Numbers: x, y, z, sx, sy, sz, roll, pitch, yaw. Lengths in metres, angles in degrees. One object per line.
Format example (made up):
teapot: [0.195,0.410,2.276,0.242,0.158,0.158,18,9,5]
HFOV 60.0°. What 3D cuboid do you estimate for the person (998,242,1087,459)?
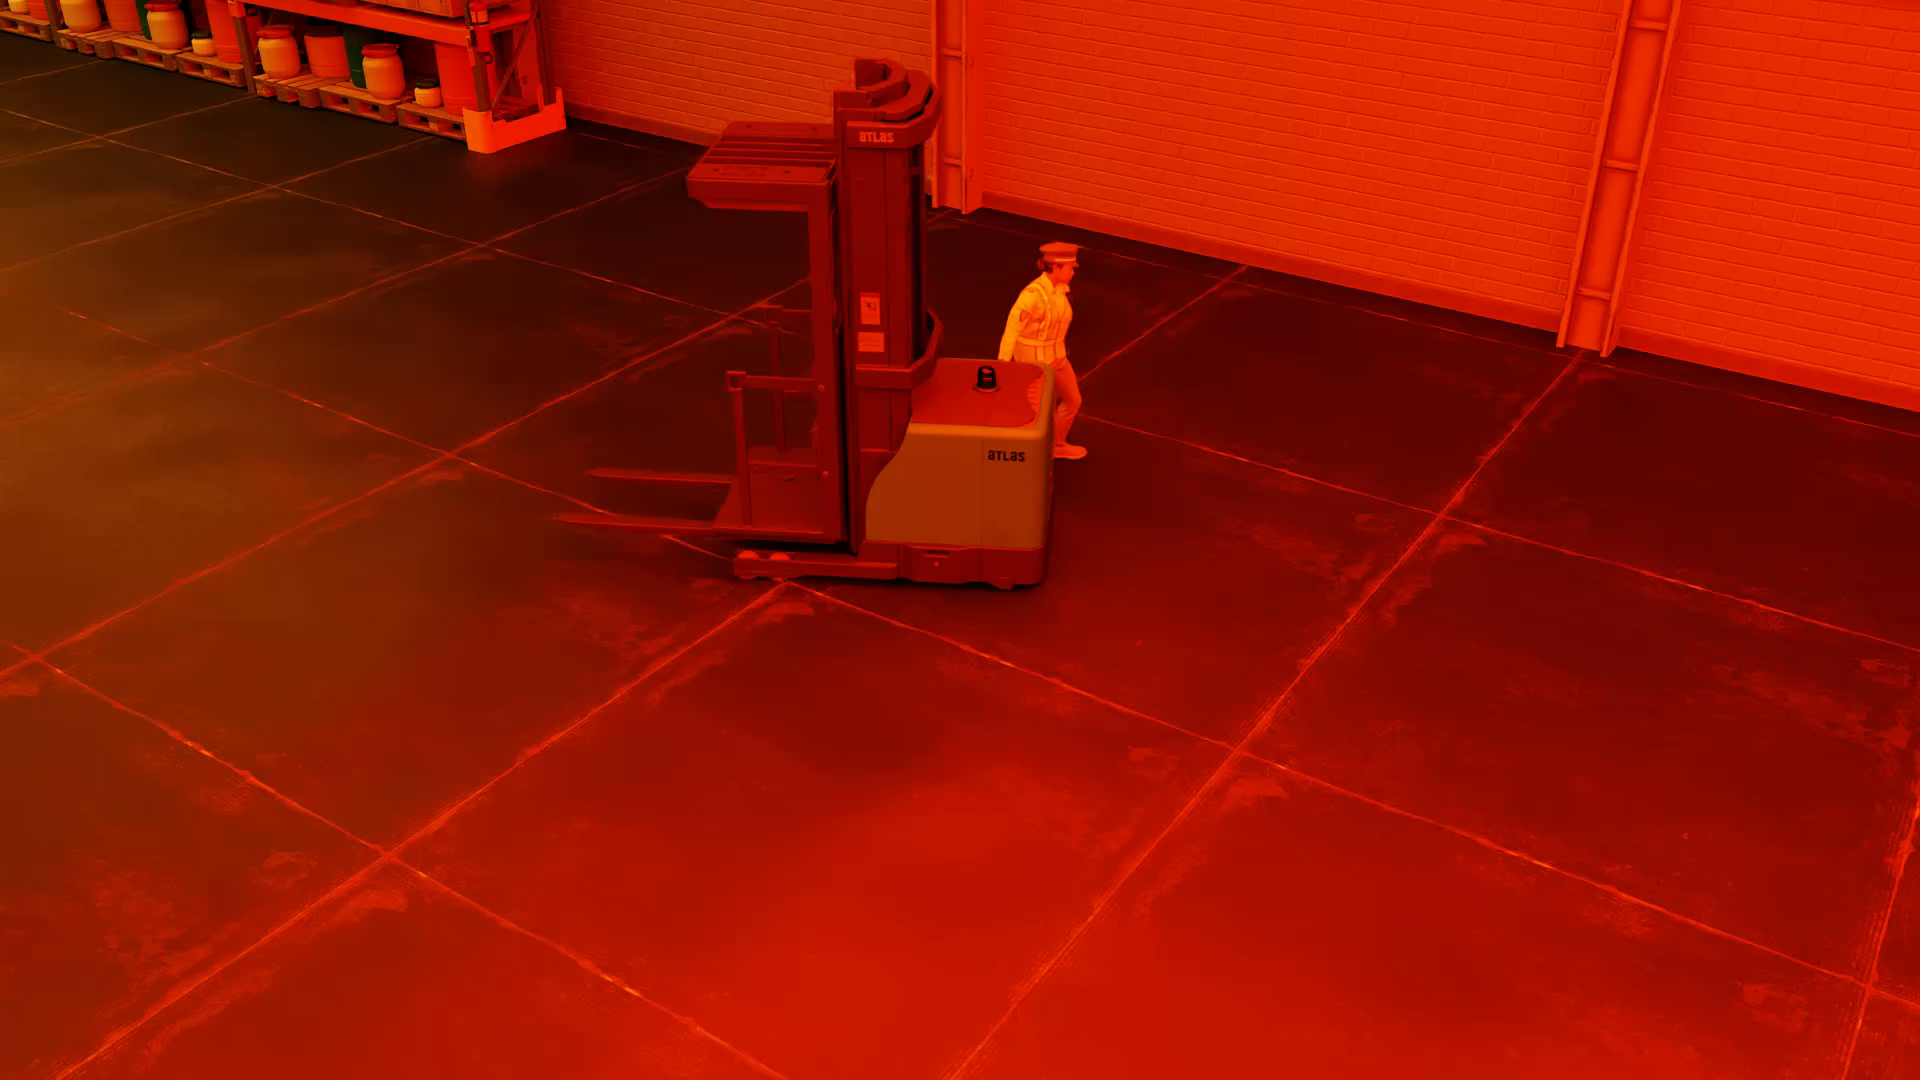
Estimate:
person: [0.527,-1.171,10.935,0.417,1.641,0.796,24,38,35]

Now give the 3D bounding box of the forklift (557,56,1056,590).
forklift: [-0.951,-1.279,9.784,3.031,2.935,1.130,3,30,6]
